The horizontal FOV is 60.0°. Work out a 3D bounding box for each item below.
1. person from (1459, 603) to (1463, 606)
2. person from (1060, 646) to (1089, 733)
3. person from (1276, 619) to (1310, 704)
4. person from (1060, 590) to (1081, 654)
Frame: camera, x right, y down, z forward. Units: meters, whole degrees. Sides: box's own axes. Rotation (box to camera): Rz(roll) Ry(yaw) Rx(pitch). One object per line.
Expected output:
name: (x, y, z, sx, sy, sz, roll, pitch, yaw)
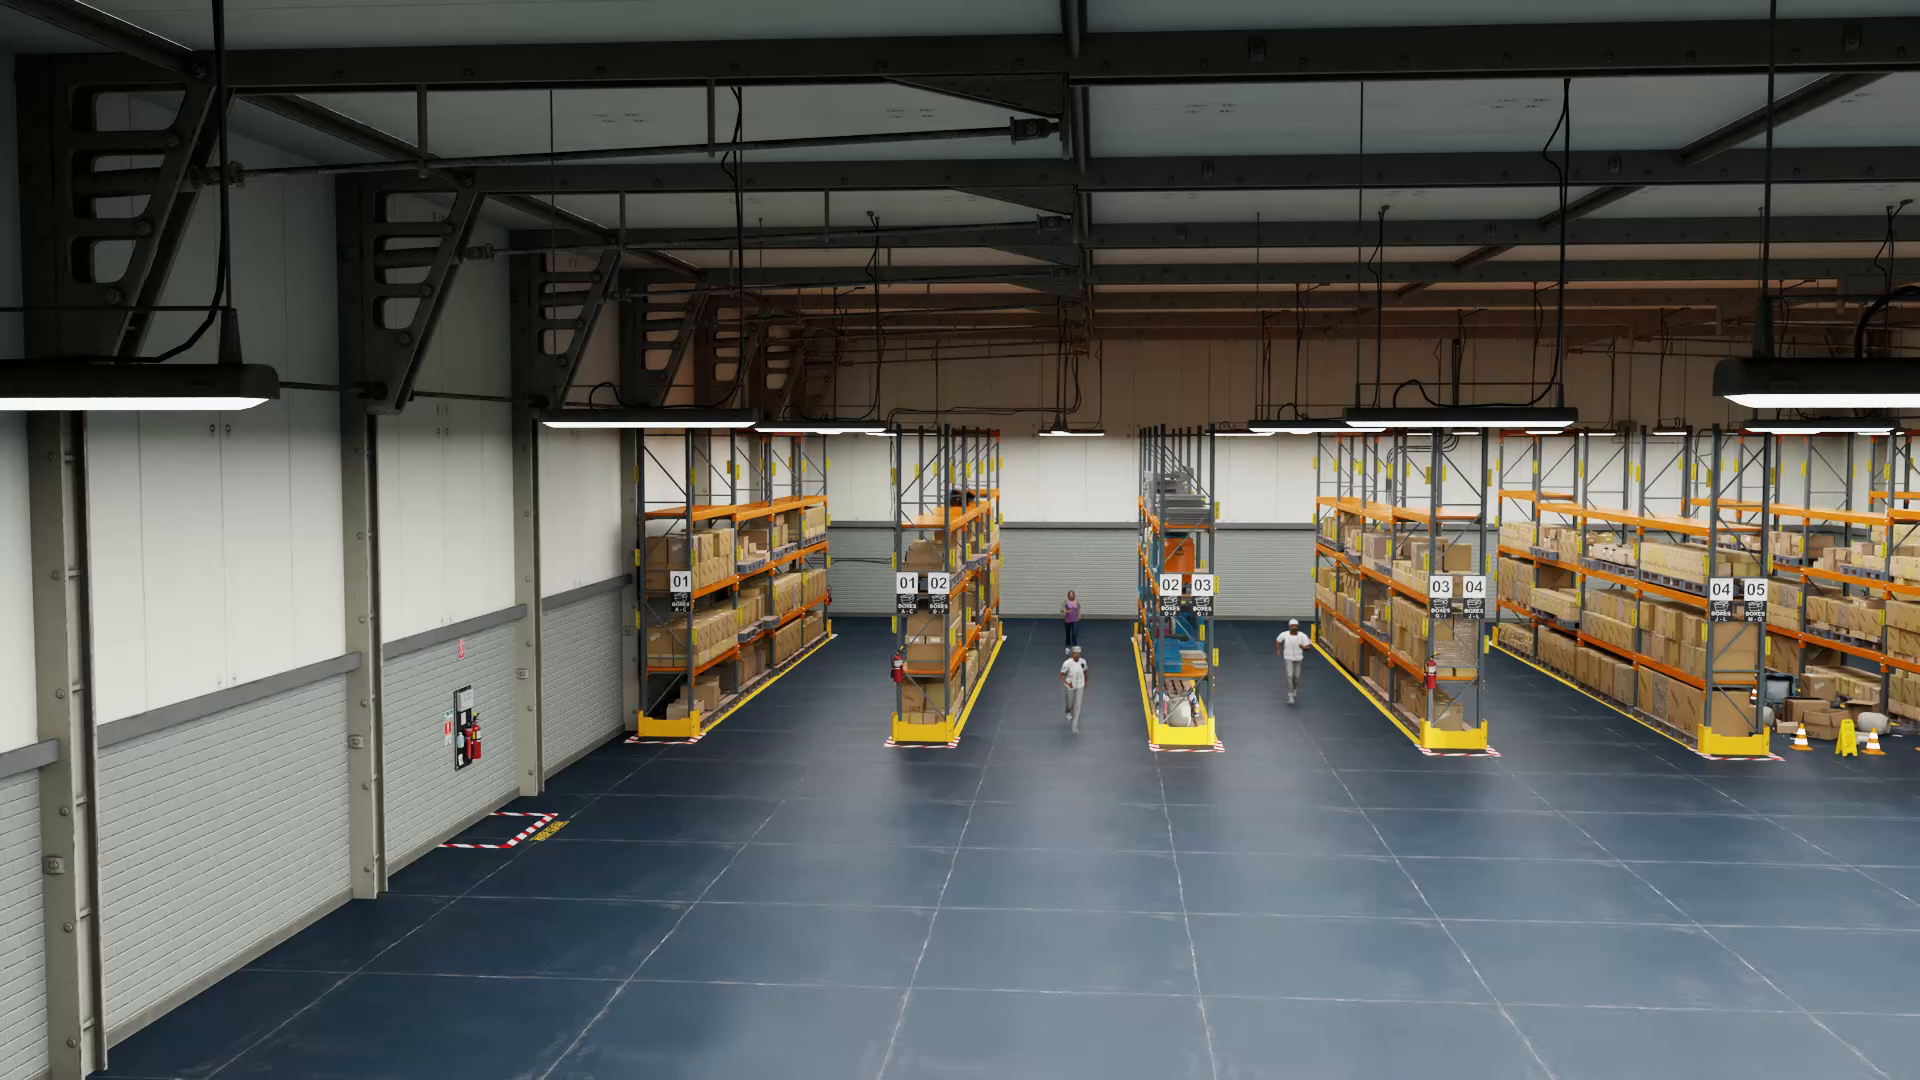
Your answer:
person: (13.453, 2.237, 44.298, 0.596, 1.619, 0.746, 0, 3, 6)
person: (2.258, 2.906, 32.774, 0.599, 1.686, 0.857, -1, 4, -9)
person: (7.253, 2.607, 36.179, 0.691, 1.777, 0.922, 0, 3, 2)
person: (2.788, 2.080, 41.807, 0.565, 1.645, 0.729, 0, 3, -6)
